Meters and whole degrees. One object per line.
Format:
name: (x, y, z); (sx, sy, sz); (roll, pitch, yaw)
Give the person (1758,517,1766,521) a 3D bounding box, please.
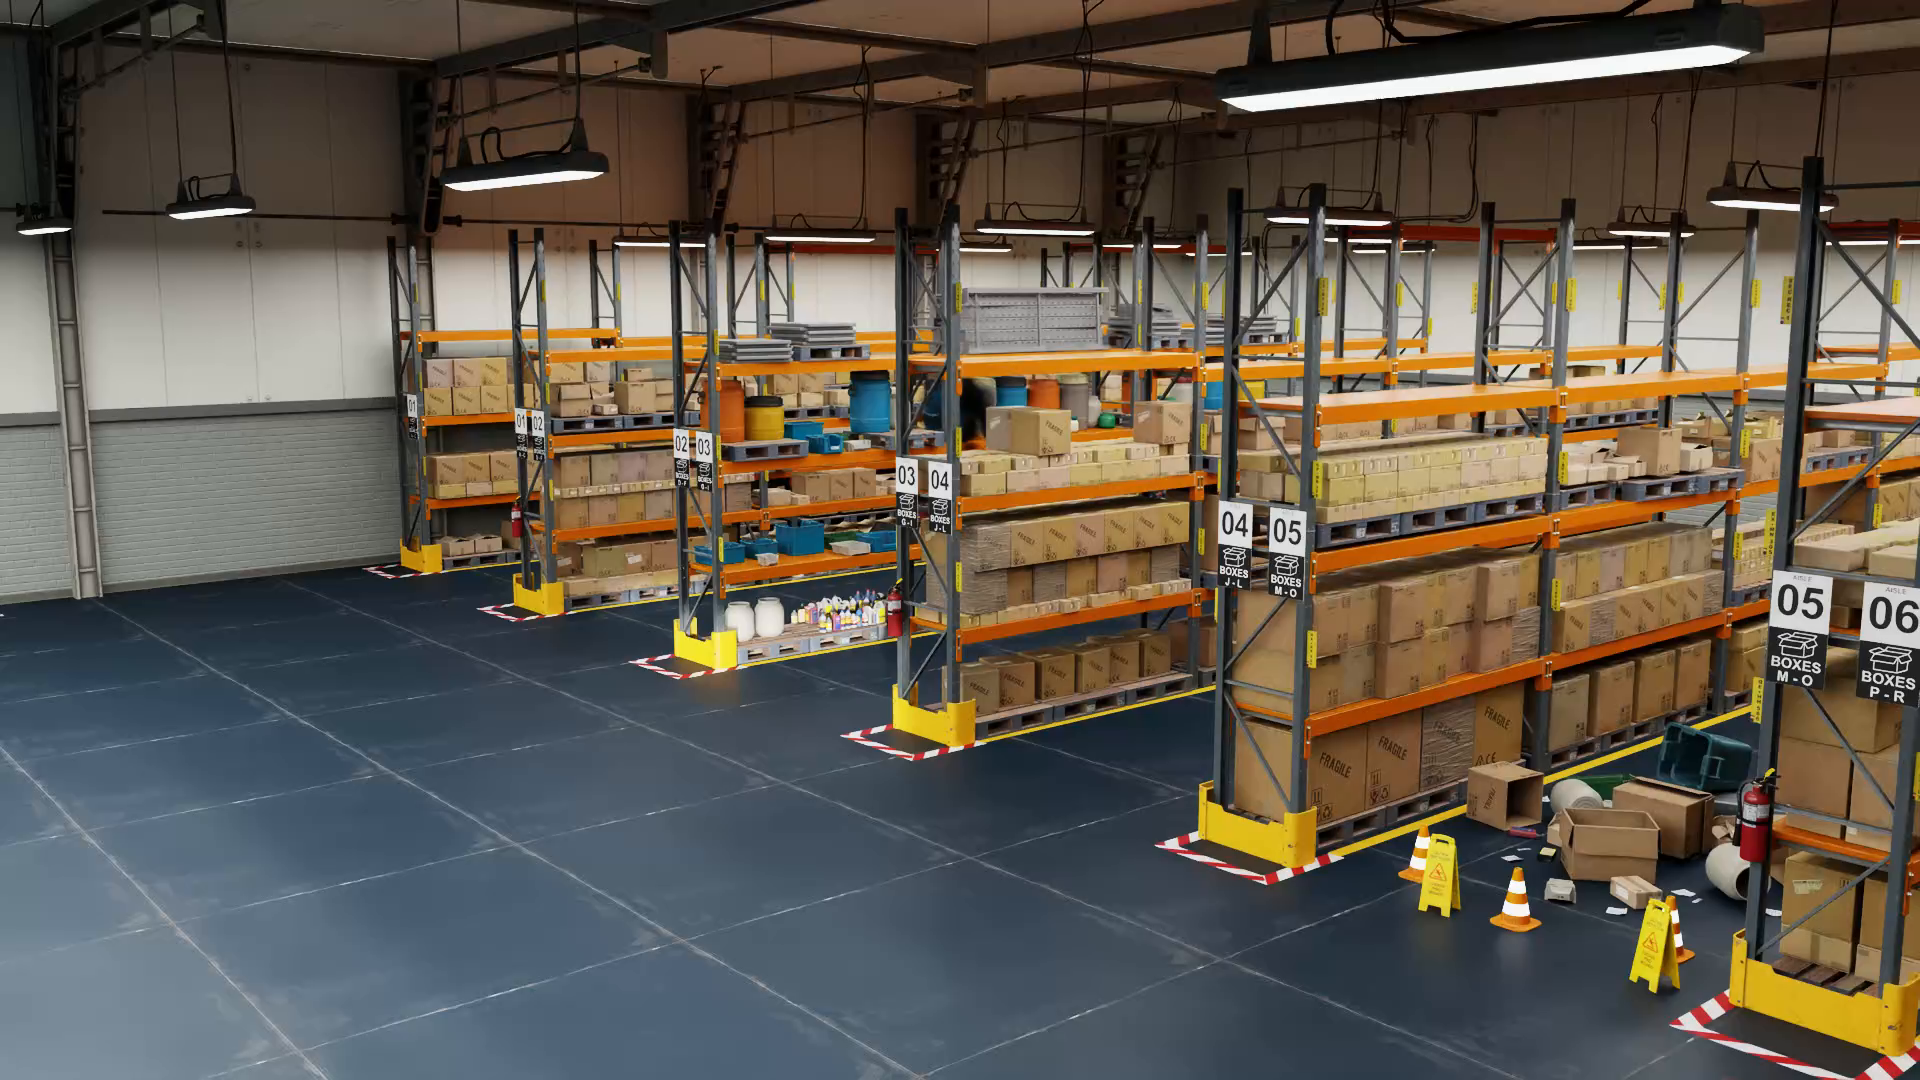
person: (12.299, 0.416, 25.518); (0.650, 1.571, 0.611); (-7, 11, -39)
